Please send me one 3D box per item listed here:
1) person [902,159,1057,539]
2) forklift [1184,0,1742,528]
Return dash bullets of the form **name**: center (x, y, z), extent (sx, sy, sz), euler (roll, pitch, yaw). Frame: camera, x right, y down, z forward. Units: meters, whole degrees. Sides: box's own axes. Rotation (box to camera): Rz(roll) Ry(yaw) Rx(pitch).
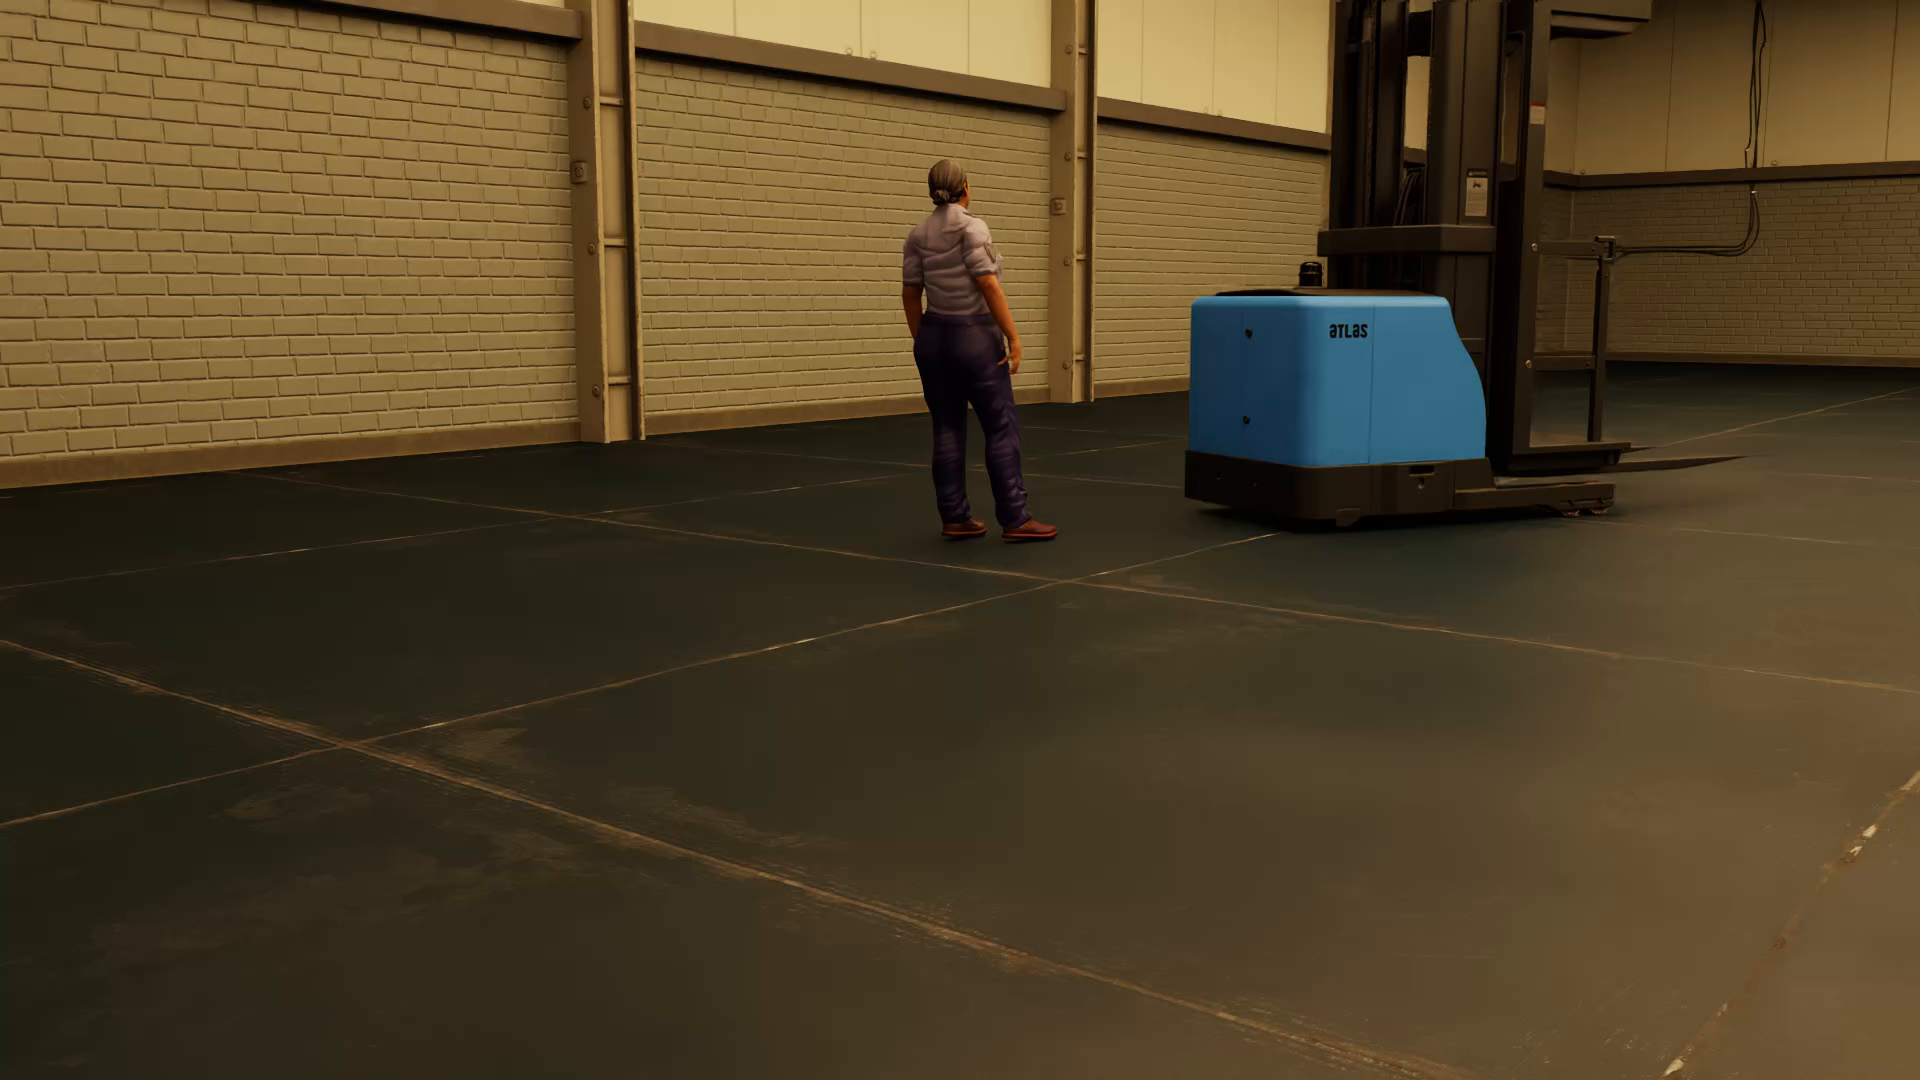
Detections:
- **person**: center (0.075, -0.830, 7.340), extent (0.598, 1.651, 0.502), euler (7, 11, 38)
- **forklift**: center (2.690, -1.628, 8.404), extent (3.031, 2.935, 1.130), euler (-4, 9, -25)
